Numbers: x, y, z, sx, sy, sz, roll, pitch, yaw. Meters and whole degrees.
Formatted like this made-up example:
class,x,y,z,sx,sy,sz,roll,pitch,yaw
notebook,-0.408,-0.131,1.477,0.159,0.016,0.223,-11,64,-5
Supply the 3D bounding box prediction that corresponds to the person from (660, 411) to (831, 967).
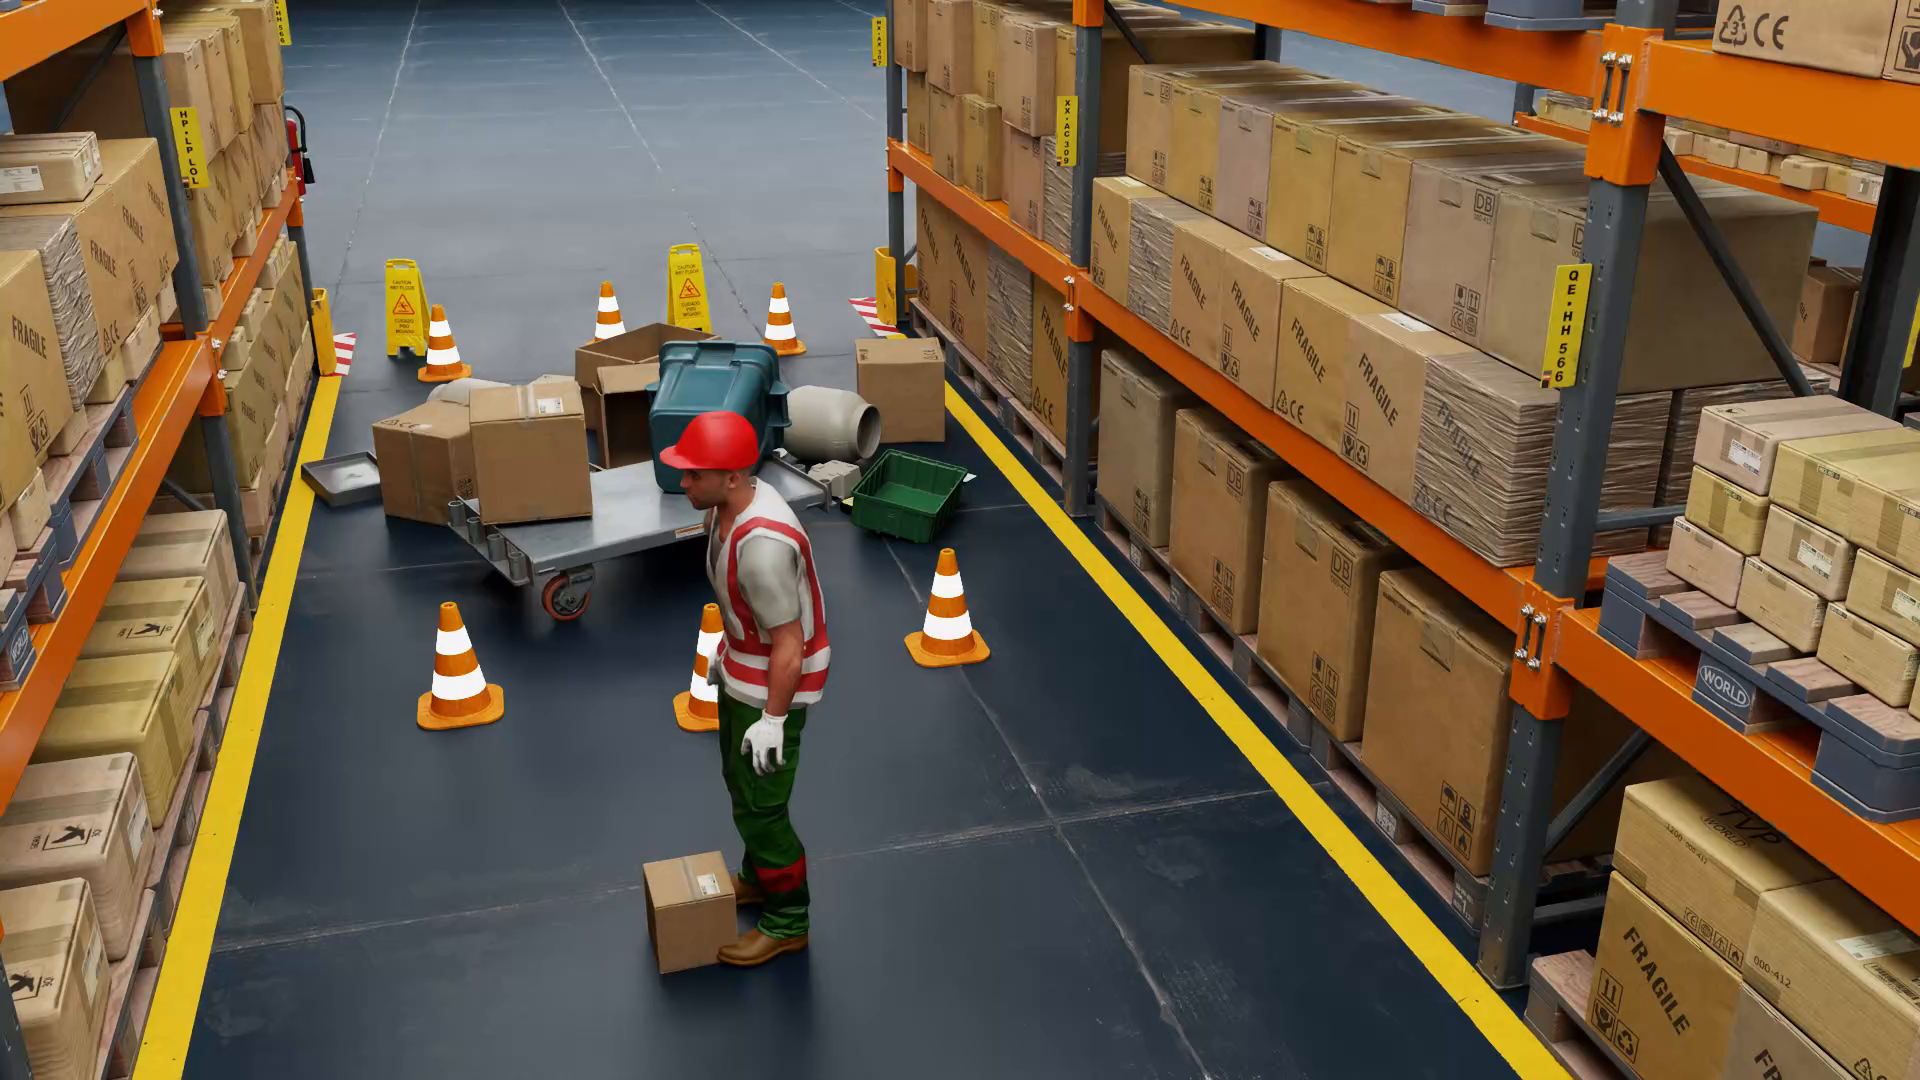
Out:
class,x,y,z,sx,sy,sz,roll,pitch,yaw
person,-0.631,0.446,5.009,0.452,1.778,0.618,-8,24,-18
